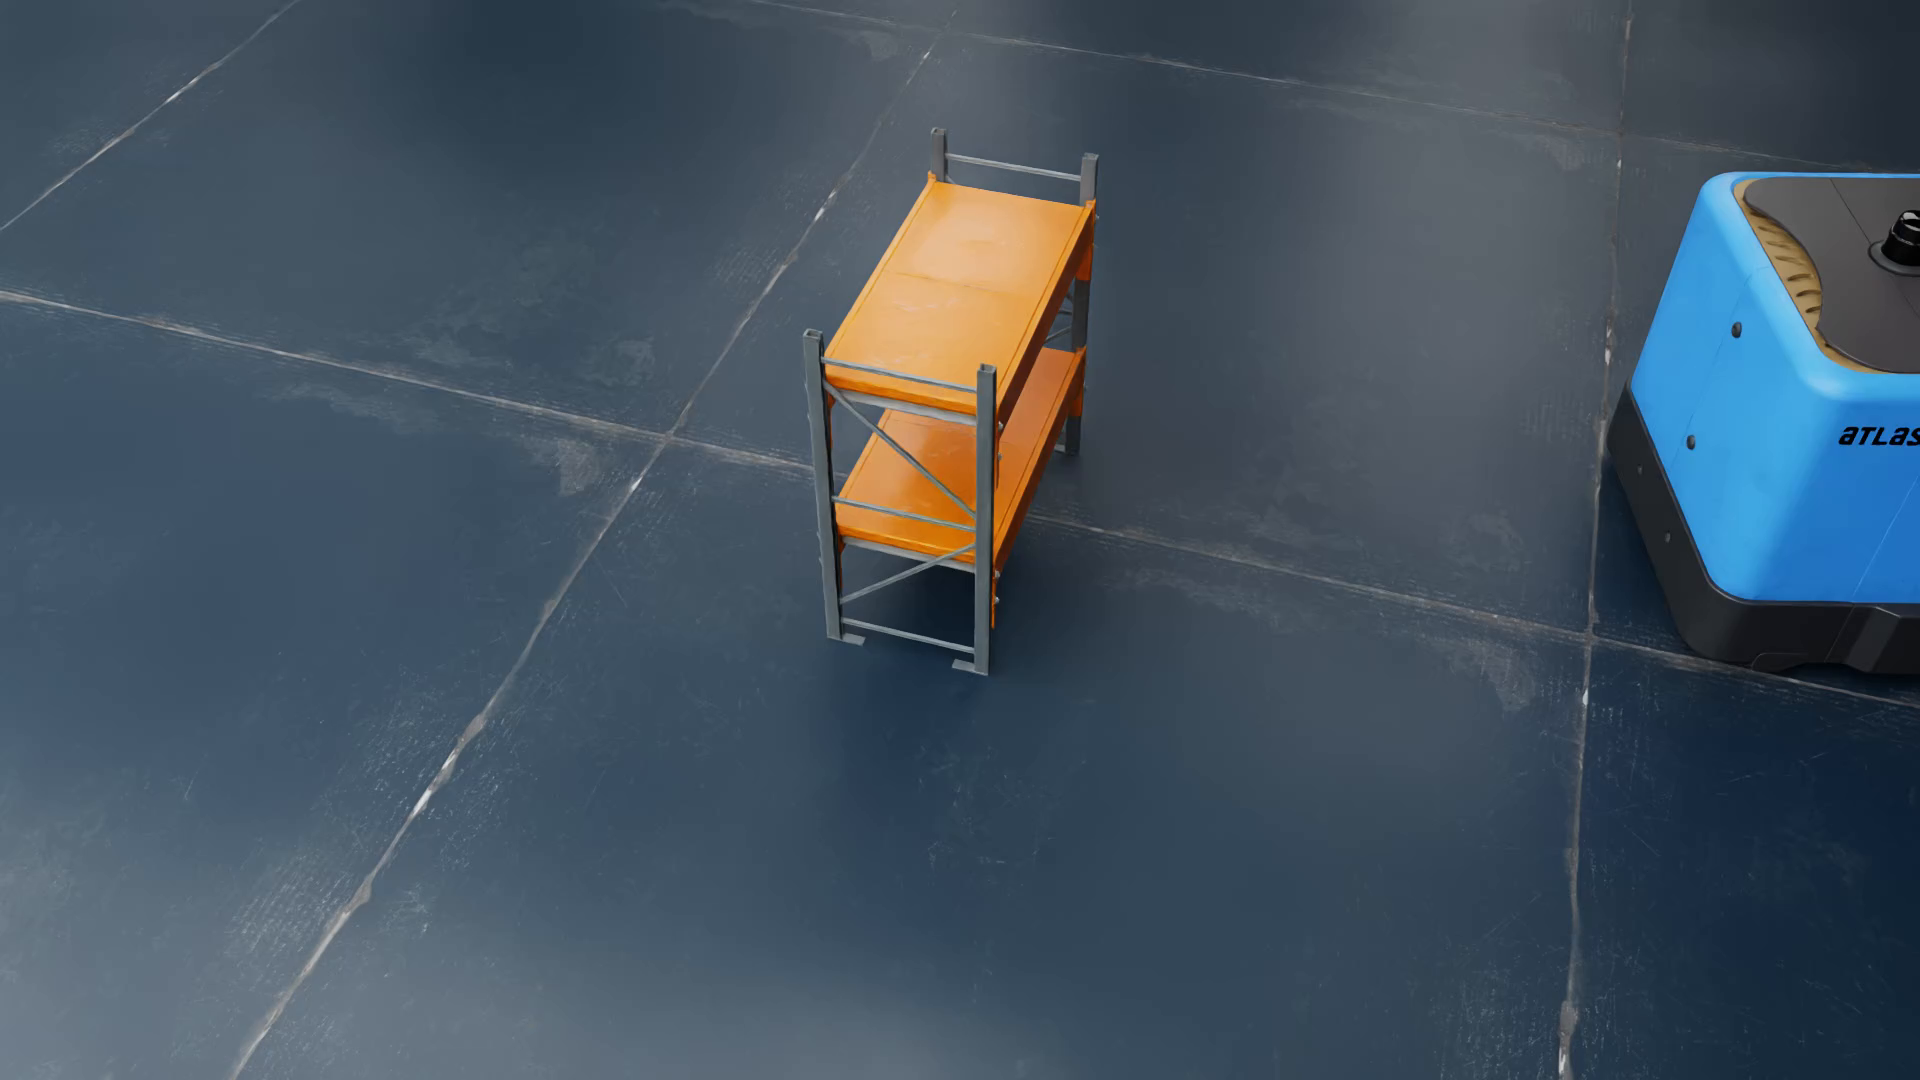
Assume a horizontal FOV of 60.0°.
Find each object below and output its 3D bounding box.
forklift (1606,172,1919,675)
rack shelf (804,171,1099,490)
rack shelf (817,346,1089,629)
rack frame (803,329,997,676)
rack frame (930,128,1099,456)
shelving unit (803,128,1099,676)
[{"bbox_3d":[3.630,-0.990,4.166,3.031,2.935,1.130,1,44,1],"label":"forklift"},{"bbox_3d":[0.002,-0.616,4.656,0.538,0.278,1.000,13,46,13],"label":"rack shelf"},{"bbox_3d":[0.002,-0.232,5.032,0.538,0.278,1.000,13,46,13],"label":"rack shelf"},{"bbox_3d":[-0.152,-0.068,4.515,0.500,1.125,0.032,13,46,13],"label":"rack frame"},{"bbox_3d":[0.156,-0.745,5.207,0.500,1.125,0.032,13,46,13],"label":"rack frame"},{"bbox_3d":[0.002,-0.407,4.861,0.538,1.125,1.048,13,46,13],"label":"shelving unit"}]
